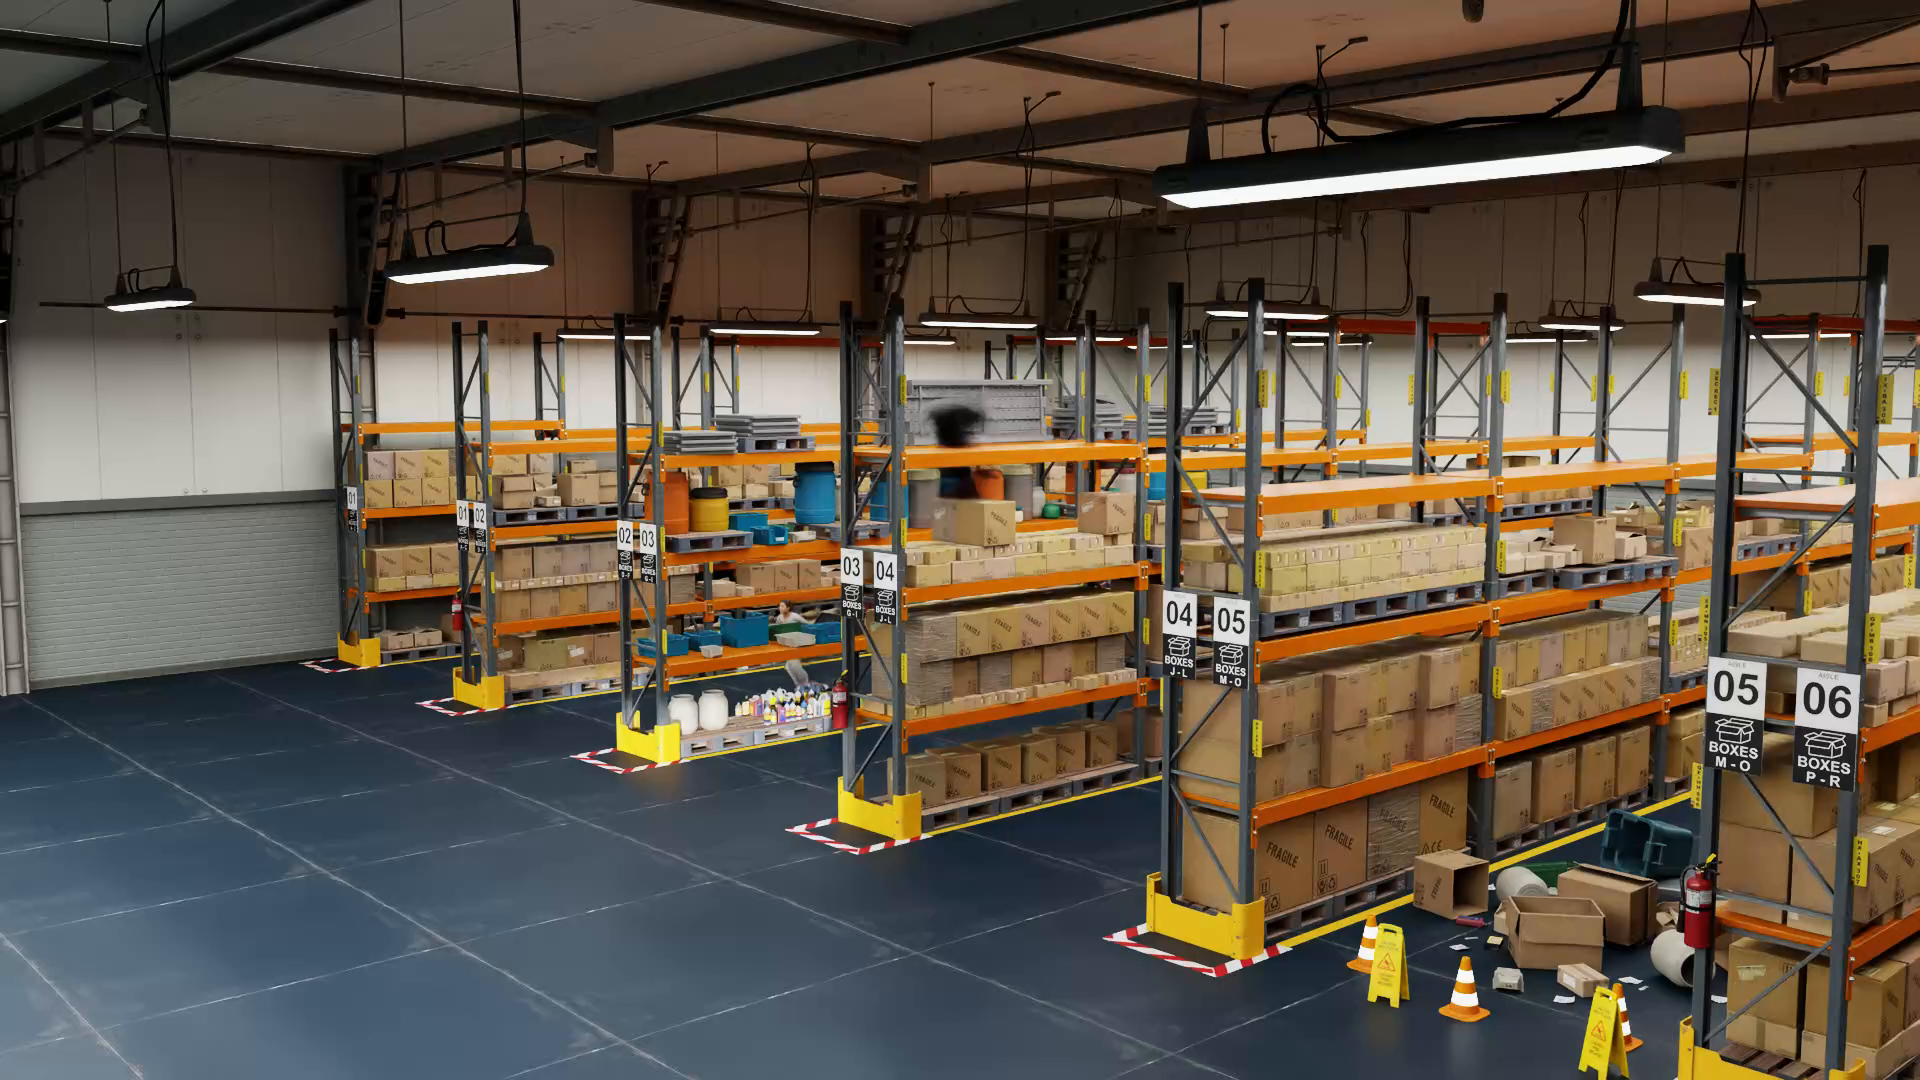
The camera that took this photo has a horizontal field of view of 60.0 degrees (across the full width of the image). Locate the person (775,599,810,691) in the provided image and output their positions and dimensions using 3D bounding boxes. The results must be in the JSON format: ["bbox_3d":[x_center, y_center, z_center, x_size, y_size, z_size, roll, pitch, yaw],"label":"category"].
[{"bbox_3d":[-2.737,1.721,27.072,0.562,1.560,0.751,3,6,30],"label":"person"}]
